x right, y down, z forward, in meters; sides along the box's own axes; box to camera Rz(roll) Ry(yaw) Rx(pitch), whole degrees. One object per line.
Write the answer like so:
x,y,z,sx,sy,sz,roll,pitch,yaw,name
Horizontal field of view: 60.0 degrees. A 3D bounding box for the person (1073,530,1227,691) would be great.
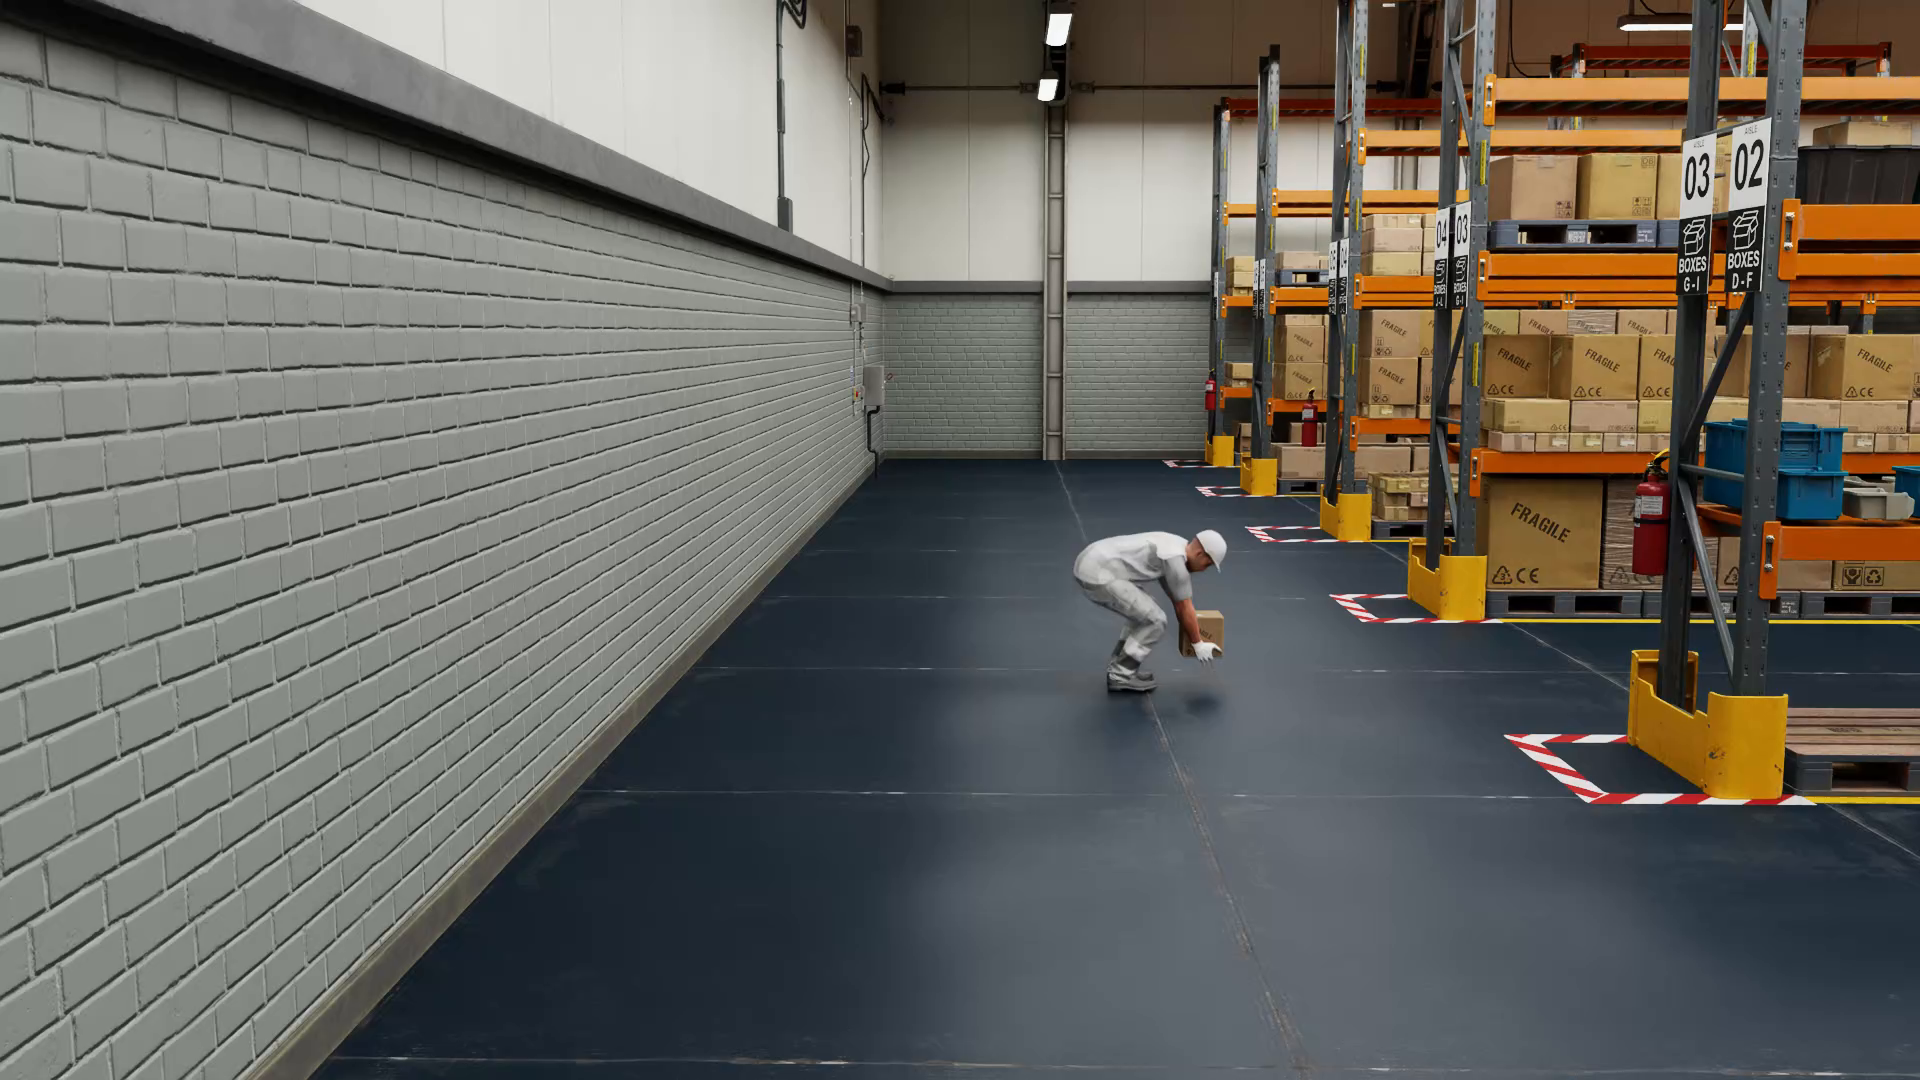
1.186,0.434,10.412,0.956,0.990,0.521,0,7,-1,person
